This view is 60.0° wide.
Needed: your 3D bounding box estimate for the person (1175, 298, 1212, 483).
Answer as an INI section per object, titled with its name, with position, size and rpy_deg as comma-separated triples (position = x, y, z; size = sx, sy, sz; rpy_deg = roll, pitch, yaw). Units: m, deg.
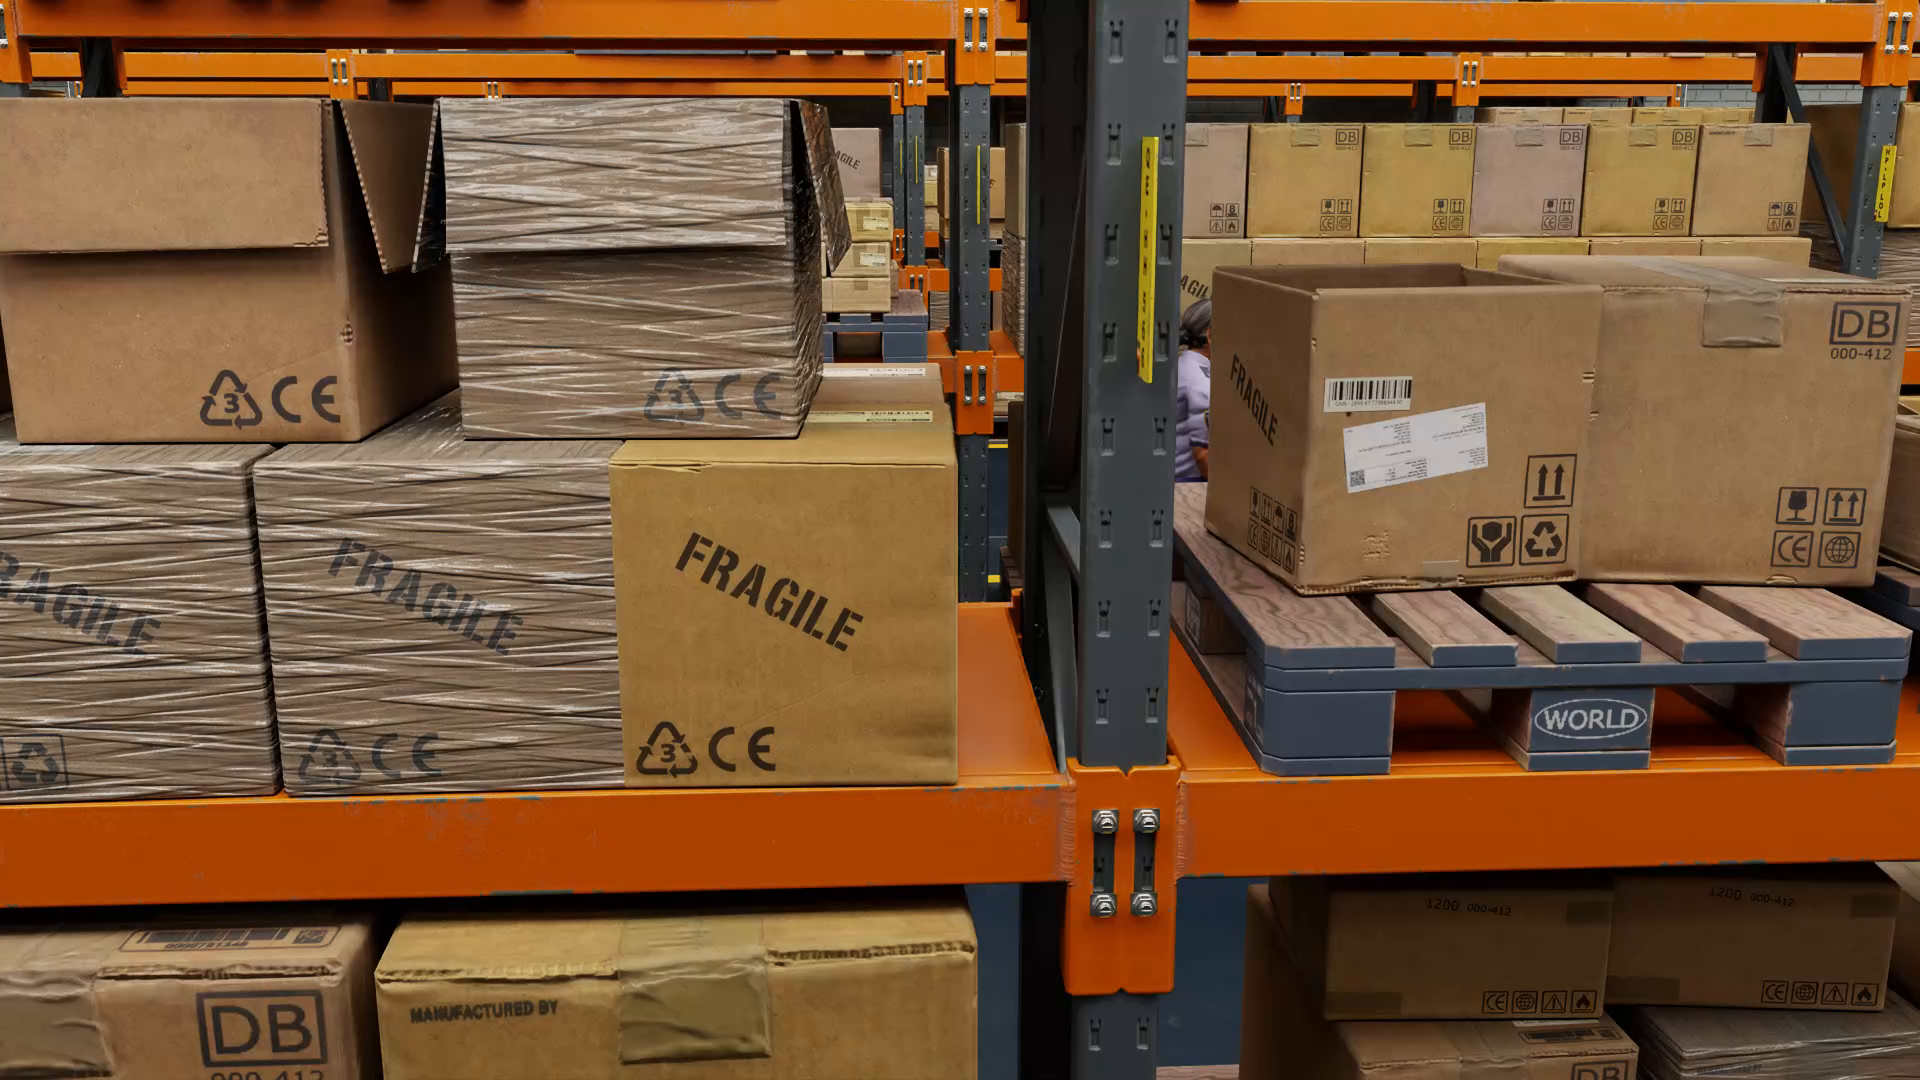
[person]
position = 0.922, -0.094, 6.387
size = 0.384, 1.656, 0.512
rpy_deg = -1, 14, -5
